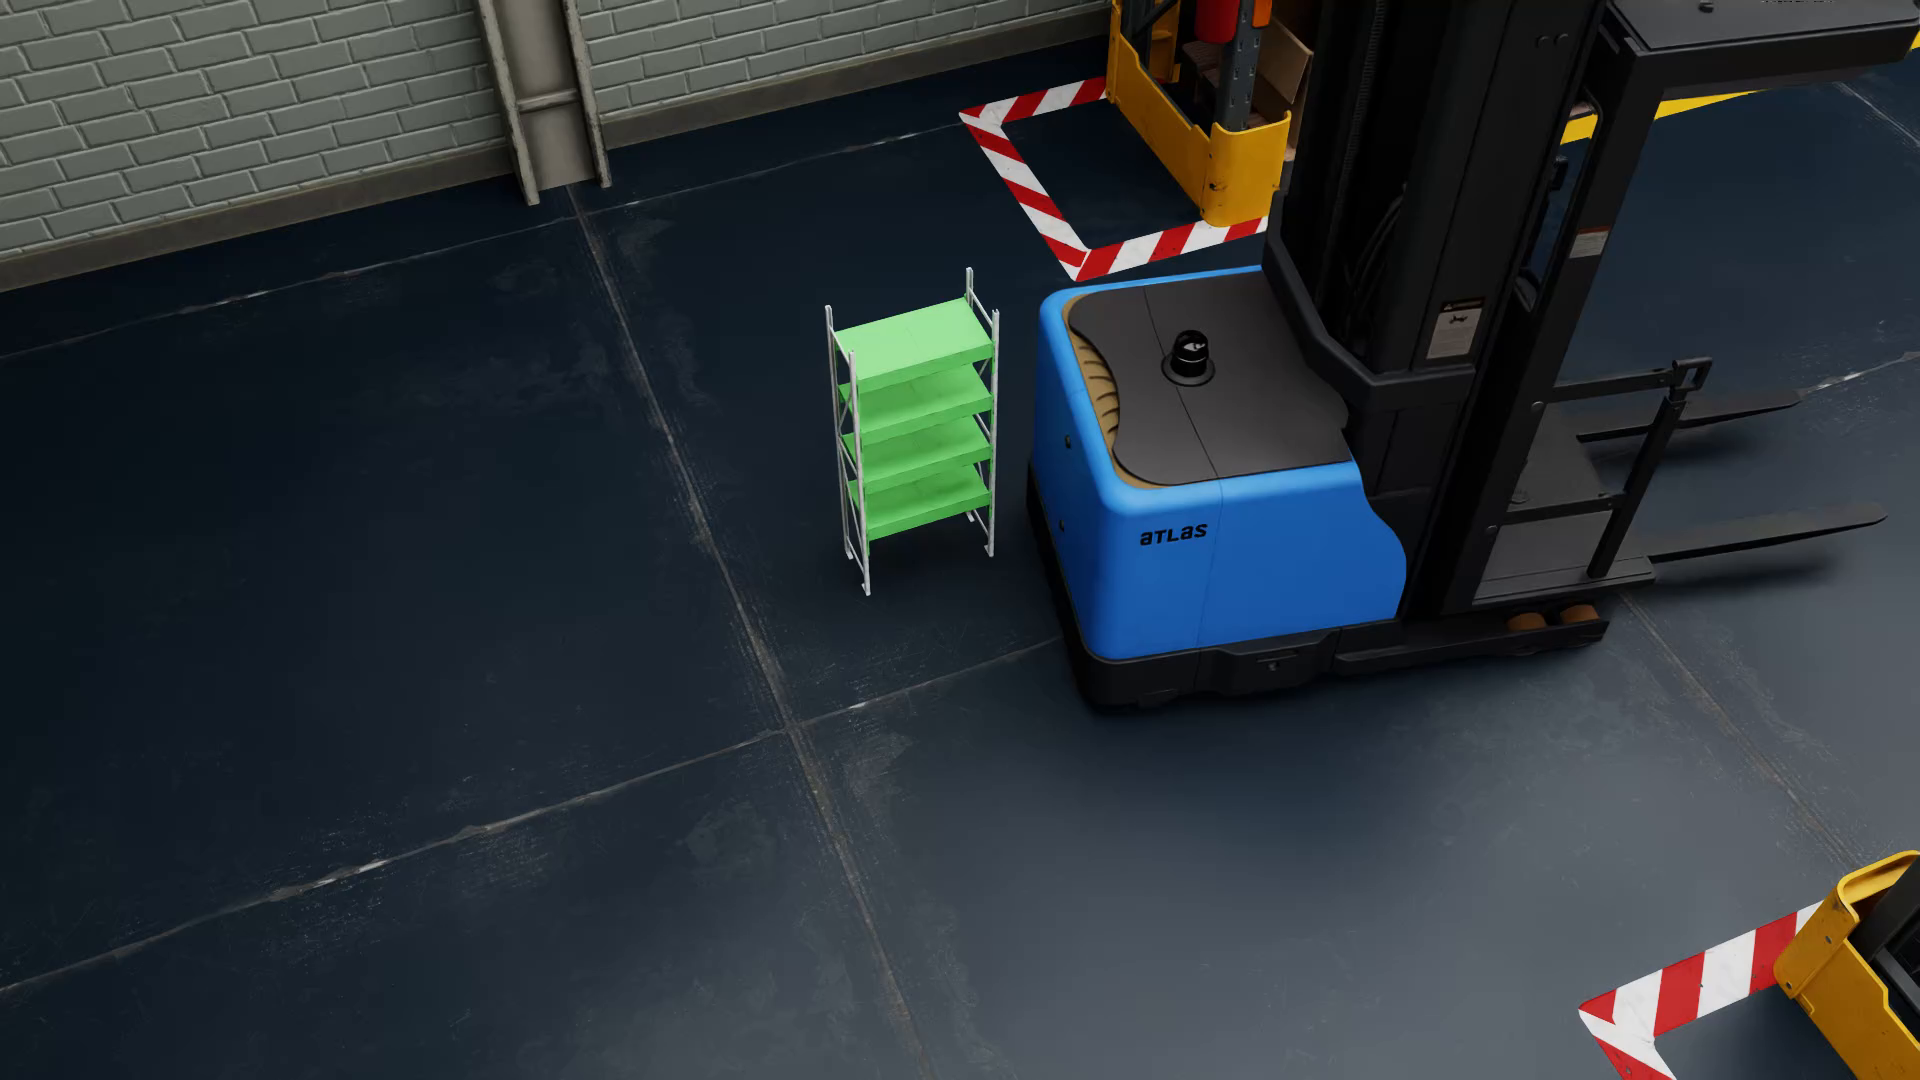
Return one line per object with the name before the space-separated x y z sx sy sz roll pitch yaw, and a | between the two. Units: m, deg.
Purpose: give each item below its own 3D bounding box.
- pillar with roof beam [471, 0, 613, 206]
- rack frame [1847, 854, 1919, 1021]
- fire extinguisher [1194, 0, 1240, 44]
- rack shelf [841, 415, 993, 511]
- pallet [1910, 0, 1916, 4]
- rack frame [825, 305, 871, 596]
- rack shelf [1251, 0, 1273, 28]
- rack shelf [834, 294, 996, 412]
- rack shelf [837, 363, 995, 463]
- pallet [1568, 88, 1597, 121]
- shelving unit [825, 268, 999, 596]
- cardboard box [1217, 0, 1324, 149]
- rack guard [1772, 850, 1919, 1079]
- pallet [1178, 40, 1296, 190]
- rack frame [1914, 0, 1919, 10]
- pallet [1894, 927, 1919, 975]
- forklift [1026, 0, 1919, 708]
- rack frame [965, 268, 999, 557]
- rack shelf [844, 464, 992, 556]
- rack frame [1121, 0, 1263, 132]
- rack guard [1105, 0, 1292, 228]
pillar with roof beam | -0.210 -1.590 1.684 0.400 9.000 9.100 -17 52 -14
rack frame | 2.879 0.685 3.684 0.127 3.000 1.000 -17 52 -14
fire extinguisher | 1.037 -2.286 6.533 0.183 0.674 0.296 -17 52 -14
rack shelf | -0.153 -0.302 5.802 0.480 0.148 0.258 -17 52 -14
pallet | 4.066 -2.842 8.552 1.213 0.211 1.003 -17 52 -14
rack frame | -0.379 -0.273 5.694 0.015 1.200 0.240 -17 52 -14
rack shelf | 2.850 -3.139 7.443 4.000 0.370 1.077 -17 52 -14
rack shelf | -0.153 -0.614 5.438 0.480 0.148 0.258 -17 52 -14
rack shelf | -0.153 -0.458 5.620 0.480 0.148 0.258 -17 52 -14
pallet | 2.934 -2.489 8.249 1.213 0.211 1.003 -17 52 -14
shelving unit | -0.153 -0.343 5.754 0.503 1.200 0.258 -17 52 -14
cardboard box | 1.601 -2.232 7.558 0.637 0.503 0.797 -19 52 -16
rack guard | 2.857 1.506 4.627 0.348 0.500 1.175 -17 52 -14
pallet | 1.807 -2.142 7.951 1.213 0.211 1.003 -17 52 -14
rack frame | 4.702 -3.947 7.663 0.127 3.000 1.000 -17 52 -14
pallet | 3.590 1.309 4.986 1.213 0.211 1.003 -17 52 -14
forklift | 1.818 -0.933 5.119 3.031 2.935 1.130 -8 50 -7
rack frame | 0.073 -0.413 5.814 0.015 1.200 0.240 -17 52 -14
rack shelf | -0.153 -0.145 5.985 0.480 0.148 0.258 -17 52 -14
rack frame | 0.999 -2.800 6.677 0.127 3.000 1.000 -17 52 -14
rack guard | 1.069 -2.007 7.644 0.348 0.500 1.175 -17 52 -14
